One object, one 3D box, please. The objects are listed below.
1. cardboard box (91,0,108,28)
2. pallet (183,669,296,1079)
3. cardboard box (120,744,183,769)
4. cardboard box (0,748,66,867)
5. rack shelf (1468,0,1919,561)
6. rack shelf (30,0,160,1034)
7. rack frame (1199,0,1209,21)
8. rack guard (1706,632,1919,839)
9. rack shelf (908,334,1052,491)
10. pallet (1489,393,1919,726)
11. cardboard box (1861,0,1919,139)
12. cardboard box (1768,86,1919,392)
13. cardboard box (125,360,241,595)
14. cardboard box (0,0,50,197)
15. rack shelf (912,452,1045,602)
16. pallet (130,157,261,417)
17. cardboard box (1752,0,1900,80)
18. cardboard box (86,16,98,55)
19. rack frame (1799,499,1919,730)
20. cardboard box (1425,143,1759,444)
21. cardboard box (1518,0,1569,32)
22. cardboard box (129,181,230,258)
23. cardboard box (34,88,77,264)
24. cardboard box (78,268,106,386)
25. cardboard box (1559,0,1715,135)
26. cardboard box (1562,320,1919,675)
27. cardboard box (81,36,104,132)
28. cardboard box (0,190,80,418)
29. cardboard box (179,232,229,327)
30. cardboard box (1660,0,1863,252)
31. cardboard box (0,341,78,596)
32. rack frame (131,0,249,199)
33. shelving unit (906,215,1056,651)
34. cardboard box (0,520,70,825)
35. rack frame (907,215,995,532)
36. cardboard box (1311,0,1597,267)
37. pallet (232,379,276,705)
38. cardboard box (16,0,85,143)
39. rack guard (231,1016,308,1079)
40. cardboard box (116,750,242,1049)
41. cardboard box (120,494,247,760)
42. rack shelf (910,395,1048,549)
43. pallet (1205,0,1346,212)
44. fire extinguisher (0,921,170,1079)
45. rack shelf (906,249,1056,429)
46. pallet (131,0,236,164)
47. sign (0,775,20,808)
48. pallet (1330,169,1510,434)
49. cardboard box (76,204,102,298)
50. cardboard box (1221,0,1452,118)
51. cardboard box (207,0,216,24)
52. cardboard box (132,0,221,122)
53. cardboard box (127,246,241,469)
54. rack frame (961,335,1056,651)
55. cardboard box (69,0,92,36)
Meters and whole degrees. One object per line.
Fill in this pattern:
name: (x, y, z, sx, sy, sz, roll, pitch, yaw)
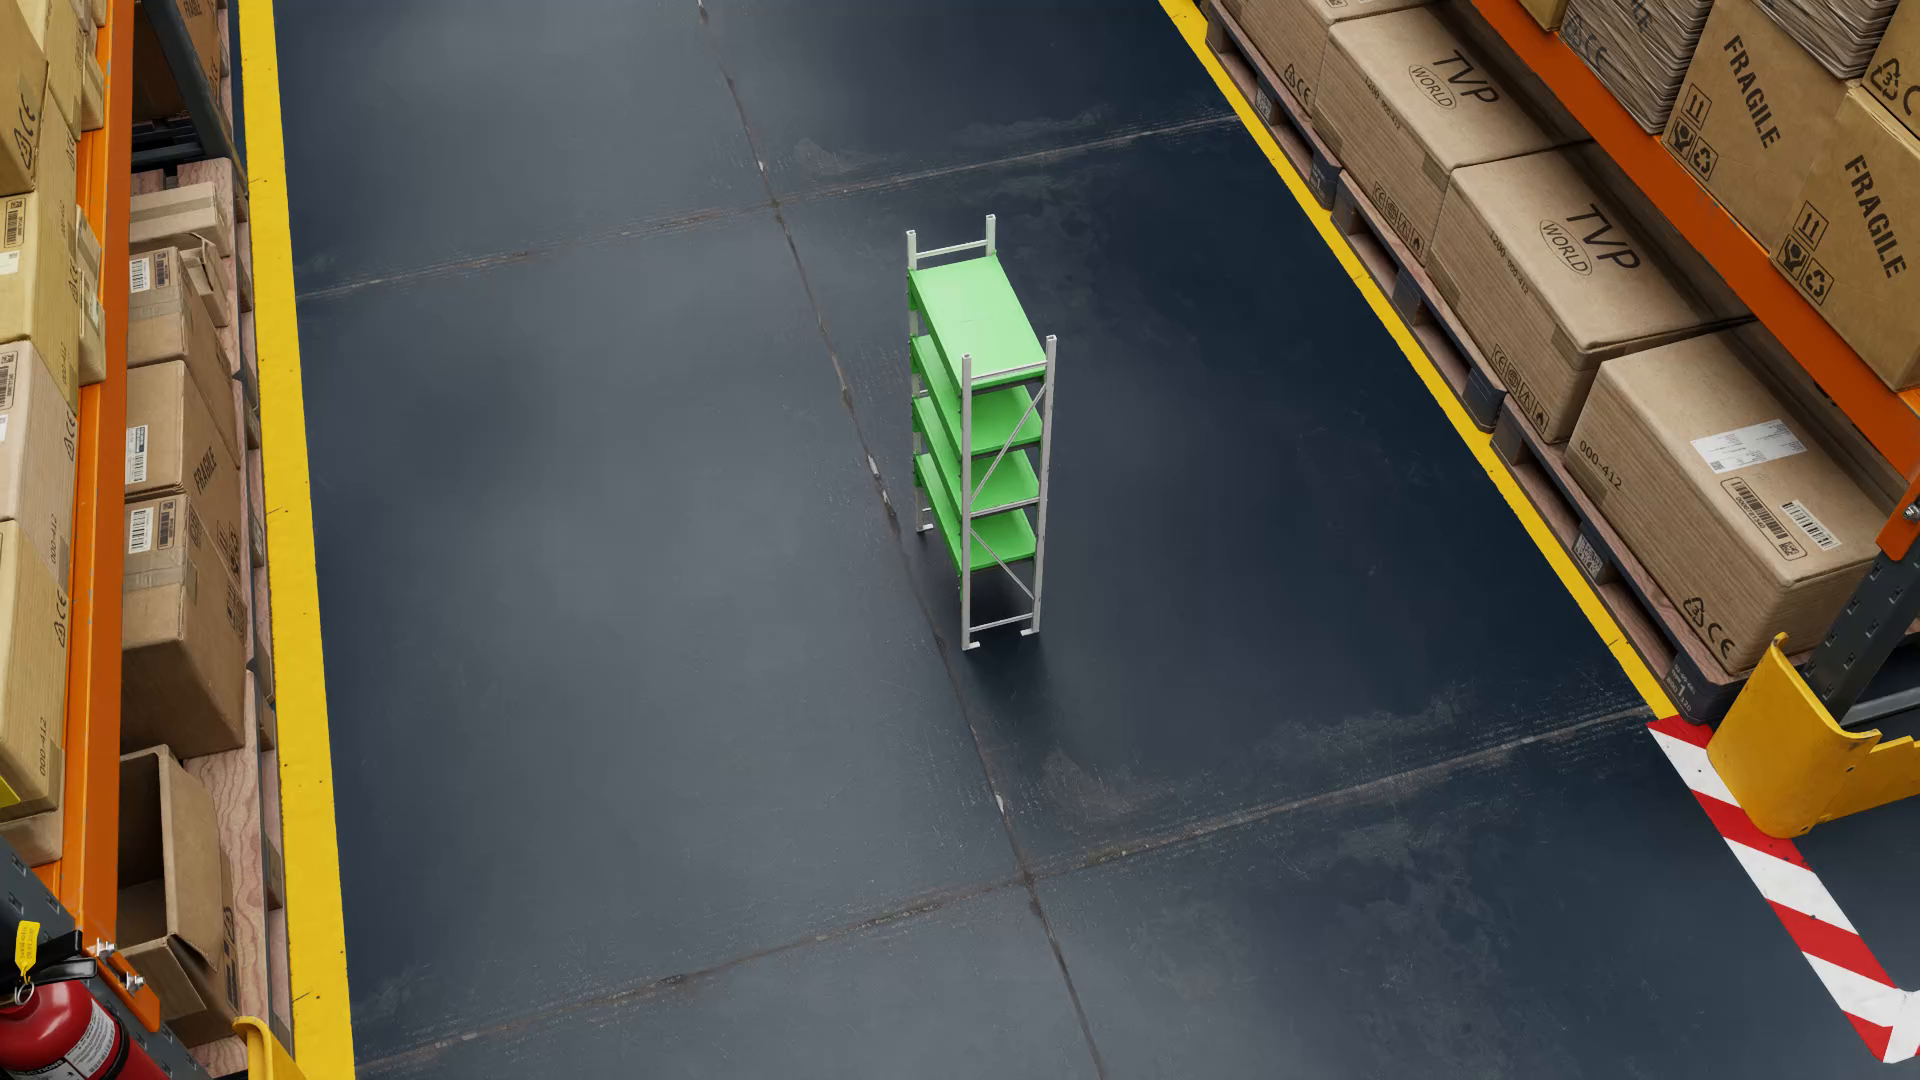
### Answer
cardboard box: (-2.679, -1.579, 4.784, 0.380, 0.149, 0.250, -12, 51, -10)
pallet: (-2.289, 0.977, 4.288, 1.003, 0.211, 1.213, -13, 51, -11)
cardboard box: (-2.208, 0.712, 4.278, 0.380, 0.149, 0.250, -15, 52, -12)
cardboard box: (-1.864, 0.495, 3.035, 0.380, 0.149, 0.250, -14, 51, -11)
rack shelf: (2.120, -1.638, 5.139, 1.077, 0.370, 4.000, -13, 51, -11)
rack shelf: (-2.621, -0.513, 4.191, 1.077, 0.370, 4.000, -13, 51, -11)
rack frame: (1.528, -3.331, 6.096, 1.000, 3.000, 0.127, -13, 51, -11)
rack guard: (2.718, 0.414, 4.574, 1.175, 0.500, 0.348, -13, 51, -11)
rack shelf: (0.049, -0.379, 4.555, 0.258, 0.148, 0.480, -13, 51, -11)
pallet: (2.400, -0.077, 5.177, 1.003, 0.211, 1.213, -13, 51, -11)
cardboard box: (2.341, -1.062, 3.464, 0.500, 0.500, 0.500, -12, 51, -10)
cardboard box: (2.316, -0.734, 3.841, 0.500, 0.500, 0.500, -13, 51, -11)
cardboard box: (-2.396, -0.124, 4.753, 0.500, 0.500, 0.500, -12, 51, -10)
cardboard box: (-2.350, -1.061, 3.596, 0.500, 0.500, 0.500, -12, 51, -10)
rack shelf: (0.049, -0.070, 4.922, 0.258, 0.148, 0.480, -13, 51, -11)
pallet: (-3.010, -0.805, 5.791, 1.003, 0.211, 1.213, -13, 51, -11)
cardboard box: (2.159, -1.437, 3.780, 0.500, 0.500, 0.500, -13, 51, -11)
cardboard box: (-2.627, -1.381, 4.617, 0.380, 0.149, 0.250, -12, 51, -10)
rack frame: (2.711, -0.409, 3.633, 1.000, 3.000, 0.127, -13, 51, -11)
cardboard box: (2.142, -0.845, 5.401, 0.875, 0.438, 0.875, -12, 51, -10)
cardboard box: (1.855, -1.851, 4.783, 0.500, 0.500, 0.500, -12, 51, -10)
cardboard box: (-2.767, -1.081, 5.790, 0.380, 0.149, 0.250, -15, 51, -12)
cardboard box: (-2.380, -0.830, 3.892, 0.500, 0.250, 0.500, -15, 51, -12)
cardboard box: (-2.198, -0.457, 3.838, 0.380, 0.149, 0.250, -15, 51, -12)
cardboard box: (2.020, -1.477, 4.468, 0.500, 0.500, 0.500, -12, 51, -10)
cardboard box: (2.420, -0.178, 4.839, 0.875, 0.438, 0.875, -15, 51, -12)
cardboard box: (-2.525, -1.201, 4.465, 0.380, 0.149, 0.250, -14, 51, -12)
cardboard box: (-2.209, -0.462, 3.581, 0.500, 0.250, 0.500, -14, 51, -12)
cardboard box: (-2.661, -0.858, 5.525, 0.396, 0.266, 0.258, -12, 51, -10)
cardboard box: (2.182, -1.104, 4.153, 0.500, 0.500, 0.500, -14, 51, -12)
cardboard box: (-2.055, -0.092, 3.269, 0.500, 0.250, 0.500, -13, 51, -11)
rack frame: (-3.212, -2.206, 5.147, 1.000, 3.000, 0.127, -13, 51, -11)
shelving unit: (0.049, -0.266, 4.689, 0.258, 1.200, 0.503, -13, 51, -11)
cardboard box: (-1.906, 0.276, 2.959, 0.500, 0.250, 0.500, -13, 51, -11)
rack frame: (-0.023, -0.444, 4.840, 0.240, 1.200, 0.015, -13, 51, -11)
cardboard box: (1.877, -1.504, 5.957, 0.875, 0.438, 0.875, -15, 51, -12)
pallet: (-2.646, 0.088, 5.038, 1.003, 0.211, 1.213, -13, 51, -11)
cardboard box: (-2.531, -1.206, 4.209, 0.500, 0.250, 0.500, -14, 51, -11)
rack guard: (-2.052, 1.466, 3.687, 1.175, 0.500, 0.348, -13, 51, -11)
cardboard box: (-2.120, 0.917, 3.873, 0.797, 0.503, 0.637, -15, 52, -12)
cardboard box: (-2.335, 0.285, 4.408, 0.700, 0.500, 0.500, -11, 51, -9)
rack shelf: (0.049, -0.225, 4.738, 0.258, 0.148, 0.480, -13, 51, -11)
pallet: (1.678, -1.859, 6.679, 1.003, 0.211, 1.213, -13, 51, -11)
fire extinguisher: (-1.544, 0.864, 2.854, 0.296, 0.674, 0.183, -13, 51, -11)
rack shelf: (0.049, -0.534, 4.371, 0.258, 0.148, 0.480, -13, 51, -11)
pallet: (-3.489, -1.892, 6.707, 1.003, 0.211, 1.213, -13, 51, -11)
sign: (-1.511, 0.314, 2.457, 0.100, 0.325, 0.005, -13, 51, -11)
pallet: (2.043, -0.966, 5.926, 1.003, 0.211, 1.213, -13, 51, -11)
cardboard box: (-2.295, -0.645, 3.996, 0.380, 0.149, 0.250, -12, 51, -10)
cardboard box: (1.611, -2.157, 6.508, 0.875, 0.438, 0.875, -14, 51, -12)
cardboard box: (-3.307, -2.326, 6.609, 0.500, 0.500, 0.500, -14, 51, -11)
cardboard box: (-3.140, -1.939, 6.283, 0.500, 0.500, 0.500, -11, 51, -9)
cardboard box: (-2.642, -0.473, 5.047, 0.700, 0.500, 0.500, -15, 52, -12)
rack frame: (0.121, -0.088, 4.539, 0.240, 1.200, 0.015, -13, 51, -11)
cardboard box: (-2.666, -1.574, 4.518, 0.500, 0.250, 0.500, -13, 51, -11)
